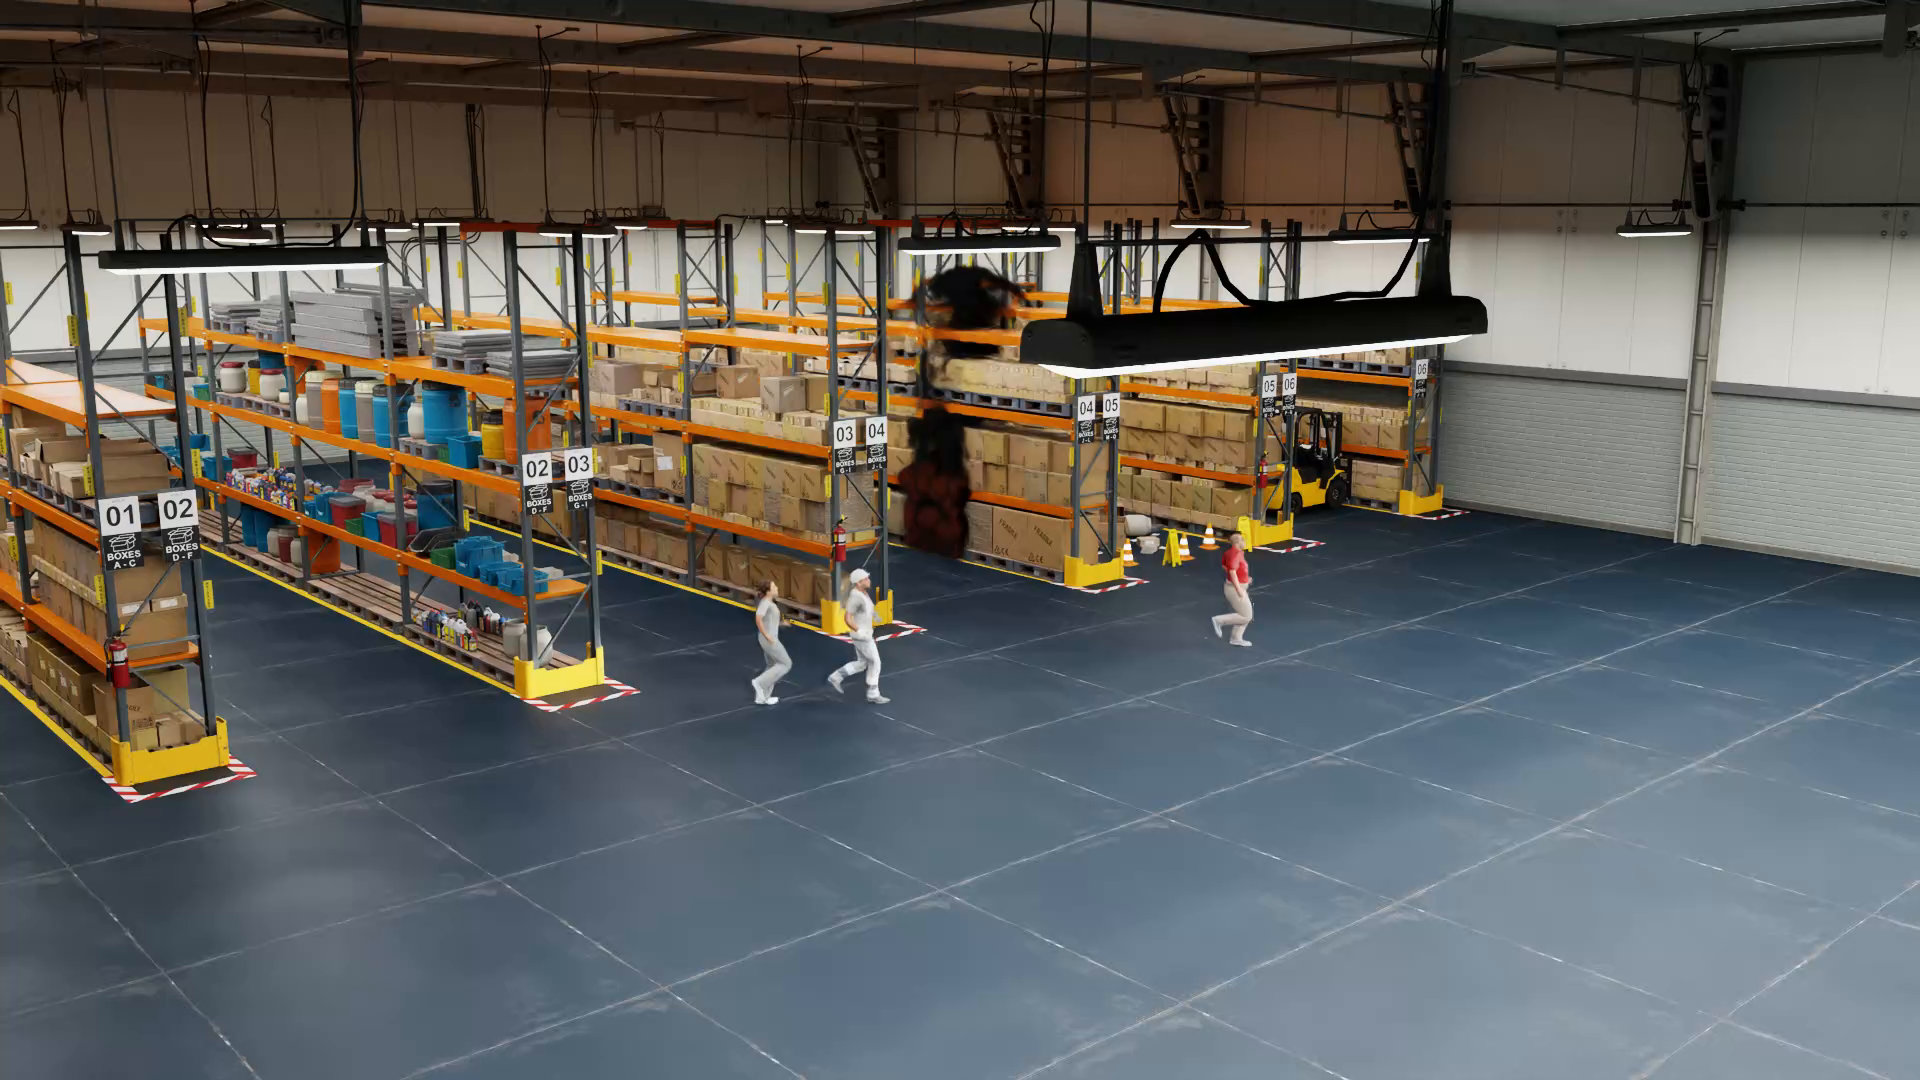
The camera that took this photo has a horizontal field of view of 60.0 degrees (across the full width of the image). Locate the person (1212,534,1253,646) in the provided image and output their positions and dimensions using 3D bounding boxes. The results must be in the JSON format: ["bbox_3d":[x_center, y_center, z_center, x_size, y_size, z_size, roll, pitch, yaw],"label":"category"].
[{"bbox_3d":[3.948,0.728,24.075,0.633,1.666,0.667,0,11,-1],"label":"person"}]

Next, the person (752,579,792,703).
[{"bbox_3d":[-2.418,1.298,21.293,0.527,1.638,0.609,-2,12,-9],"label":"person"}]

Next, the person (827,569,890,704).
[{"bbox_3d":[-1.314,1.234,21.322,0.816,1.779,0.646,-1,11,-4],"label":"person"}]
